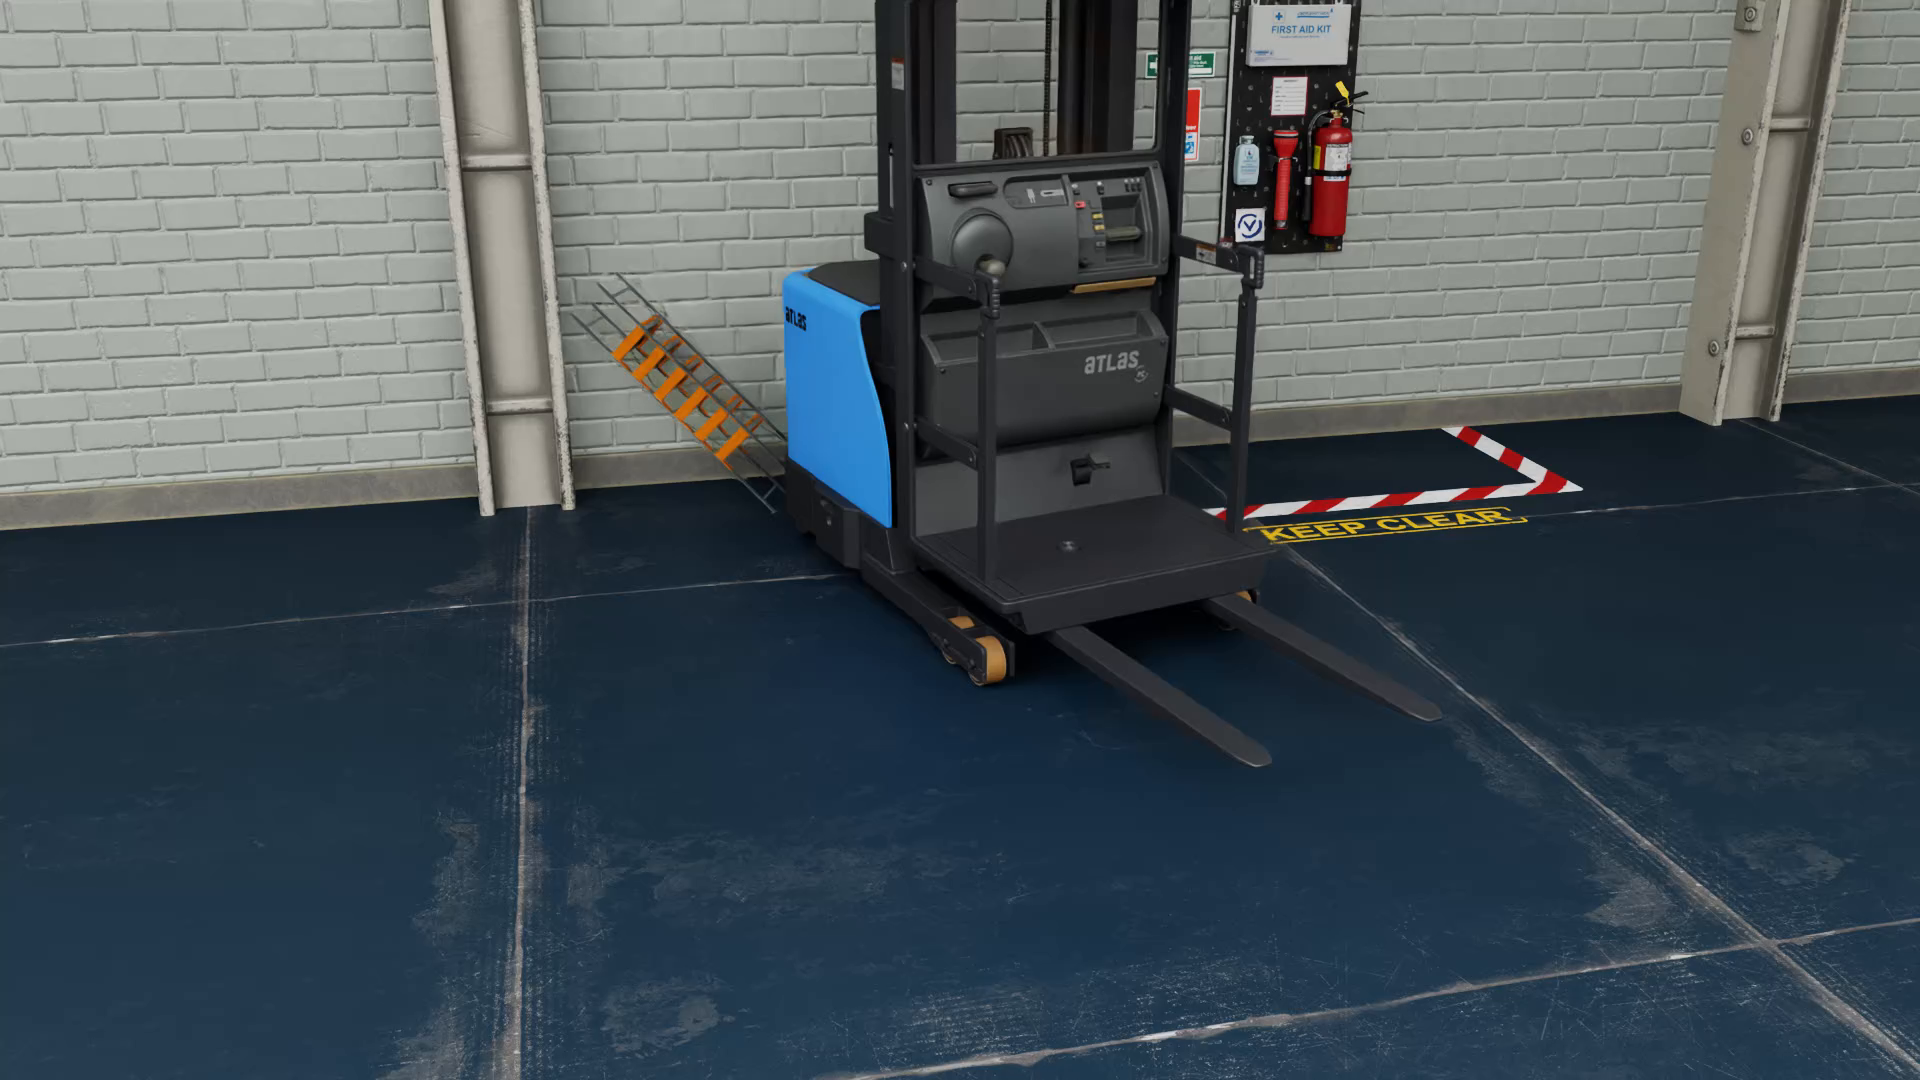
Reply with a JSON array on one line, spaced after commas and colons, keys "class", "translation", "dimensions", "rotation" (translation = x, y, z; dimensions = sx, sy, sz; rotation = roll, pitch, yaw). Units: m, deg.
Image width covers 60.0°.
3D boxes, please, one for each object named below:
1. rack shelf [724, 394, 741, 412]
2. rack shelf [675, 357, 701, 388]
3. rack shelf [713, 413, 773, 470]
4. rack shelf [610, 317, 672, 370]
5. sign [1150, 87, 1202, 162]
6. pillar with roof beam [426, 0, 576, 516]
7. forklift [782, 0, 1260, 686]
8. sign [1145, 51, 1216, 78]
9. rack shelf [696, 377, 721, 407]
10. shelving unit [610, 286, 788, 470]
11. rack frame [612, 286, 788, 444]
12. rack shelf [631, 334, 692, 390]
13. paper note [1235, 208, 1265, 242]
[{"class": "rack shelf", "translation": [-1.031, -0.532, 7.128], "dimensions": [0.034, 0.171, 0.221], "rotation": [45, 22, -7]}, {"class": "rack shelf", "translation": [-1.195, -0.694, 7.101], "dimensions": [0.020, 0.166, 0.199], "rotation": [45, 22, -7]}, {"class": "rack shelf", "translation": [-0.927, -0.429, 7.145], "dimensions": [0.103, 0.180, 0.258], "rotation": [45, 22, -7]}, {"class": "rack shelf", "translation": [-1.351, -0.848, 7.076], "dimensions": [0.103, 0.180, 0.258], "rotation": [45, 22, -7]}, {"class": "sign", "translation": [10.192, -0.621, 4.008], "dimensions": [16.451, 0.391, 11.513], "rotation": [-5, 21, -12]}, {"class": "pillar with roof beam", "translation": [-0.896, -2.954, 1.795], "dimensions": [0.400, 9.000, 9.100], "rotation": [-5, 21, -12]}, {"class": "forklift", "translation": [0.401, -1.068, 5.470], "dimensions": [1.130, 2.935, 3.031], "rotation": [-10, 22, -26]}, {"class": "sign", "translation": [0.984, -2.124, 7.429], "dimensions": [0.331, 0.109, 0.001], "rotation": [-5, 21, -12]}, {"class": "rack shelf", "translation": [-1.110, -0.611, 7.115], "dimensions": [0.020, 0.166, 0.199], "rotation": [45, 22, -7]}, {"class": "shelving unit", "translation": [-1.127, -0.629, 7.112], "dimensions": [1.046, 0.183, 0.258], "rotation": [45, 22, -7]}, {"class": "rack frame", "translation": [-1.065, -0.685, 7.078], "dimensions": [1.046, 0.002, 0.228], "rotation": [45, 22, -7]}, {"class": "rack shelf", "translation": [-1.266, -0.764, 7.089], "dimensions": [0.103, 0.180, 0.258], "rotation": [45, 22, -7]}, {"class": "paper note", "translation": [1.351, -1.465, 7.735], "dimensions": [0.142, 0.148, 0.016], "rotation": [-5, 21, -12]}]
